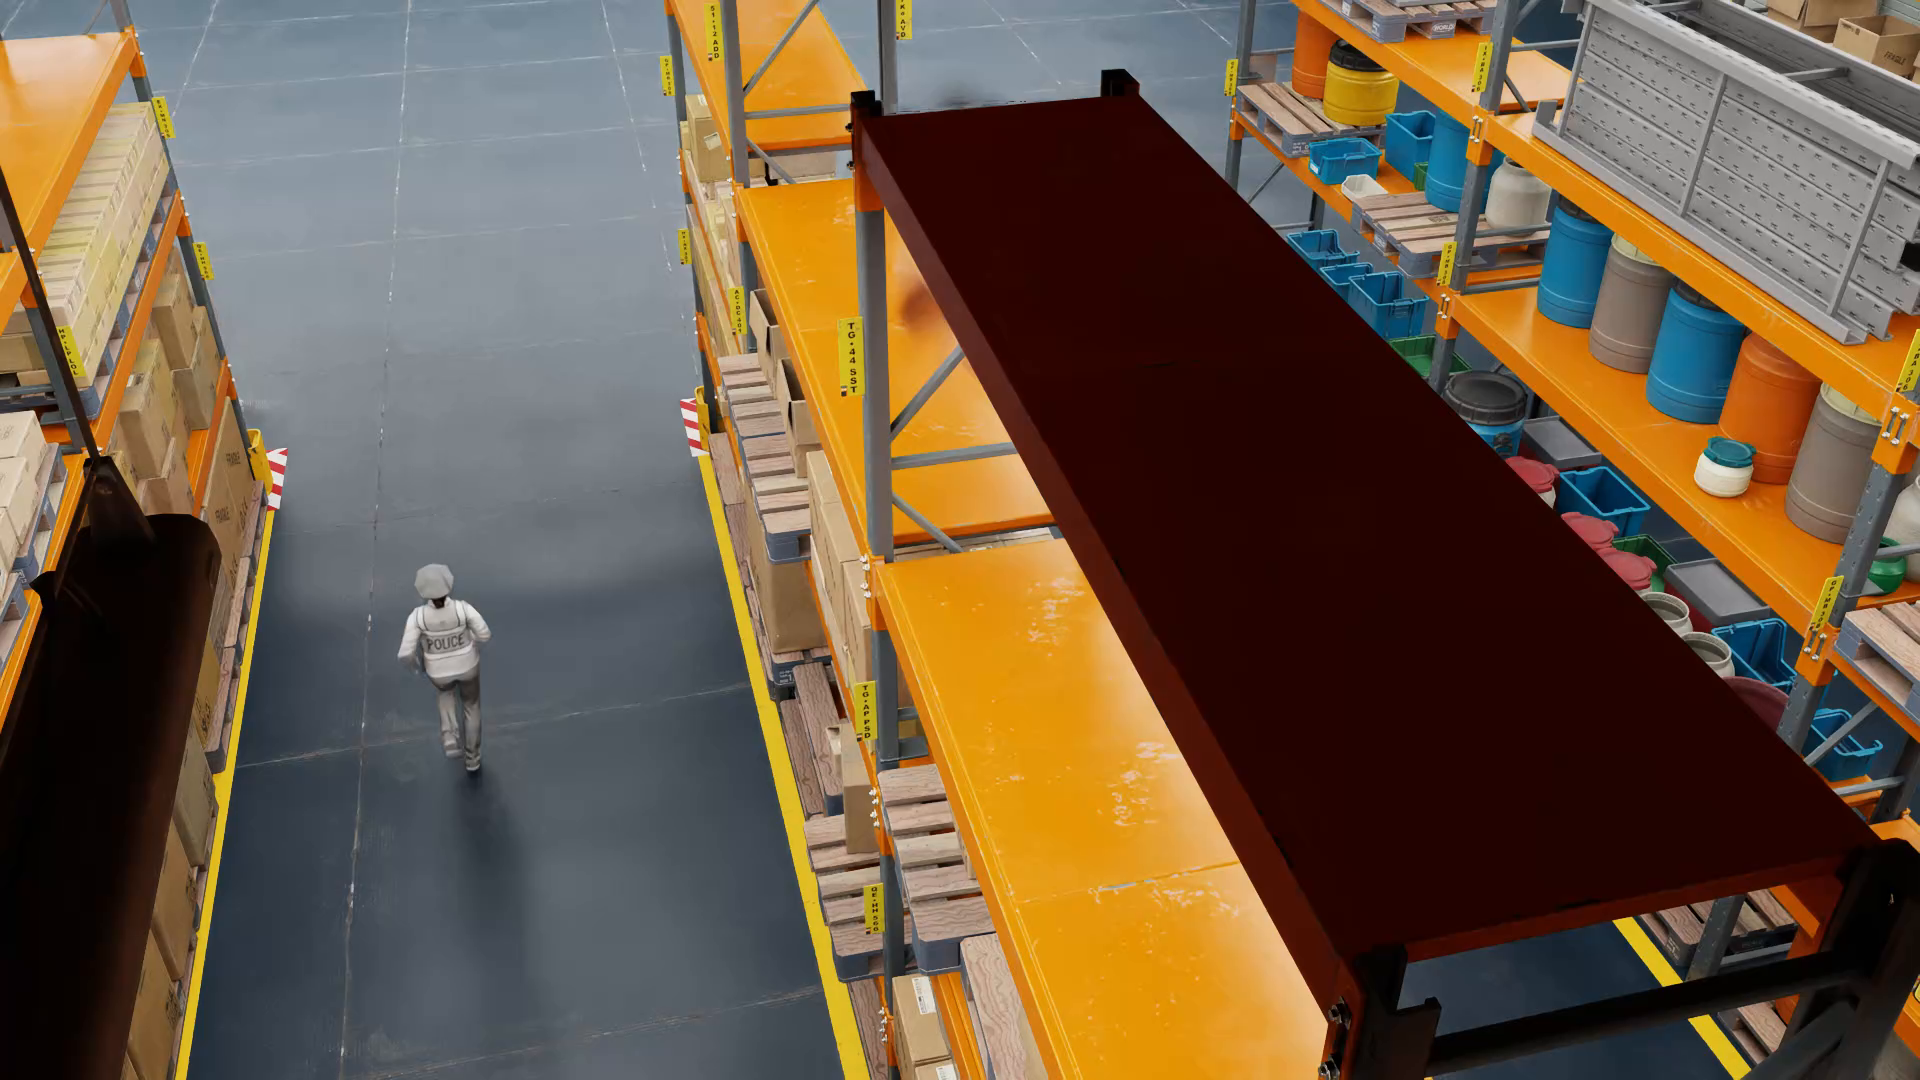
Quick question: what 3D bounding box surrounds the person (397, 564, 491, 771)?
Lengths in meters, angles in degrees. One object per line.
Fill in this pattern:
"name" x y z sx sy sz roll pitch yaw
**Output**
"person" -3.499 0.835 11.415 0.605 1.659 0.538 -9 35 -13
